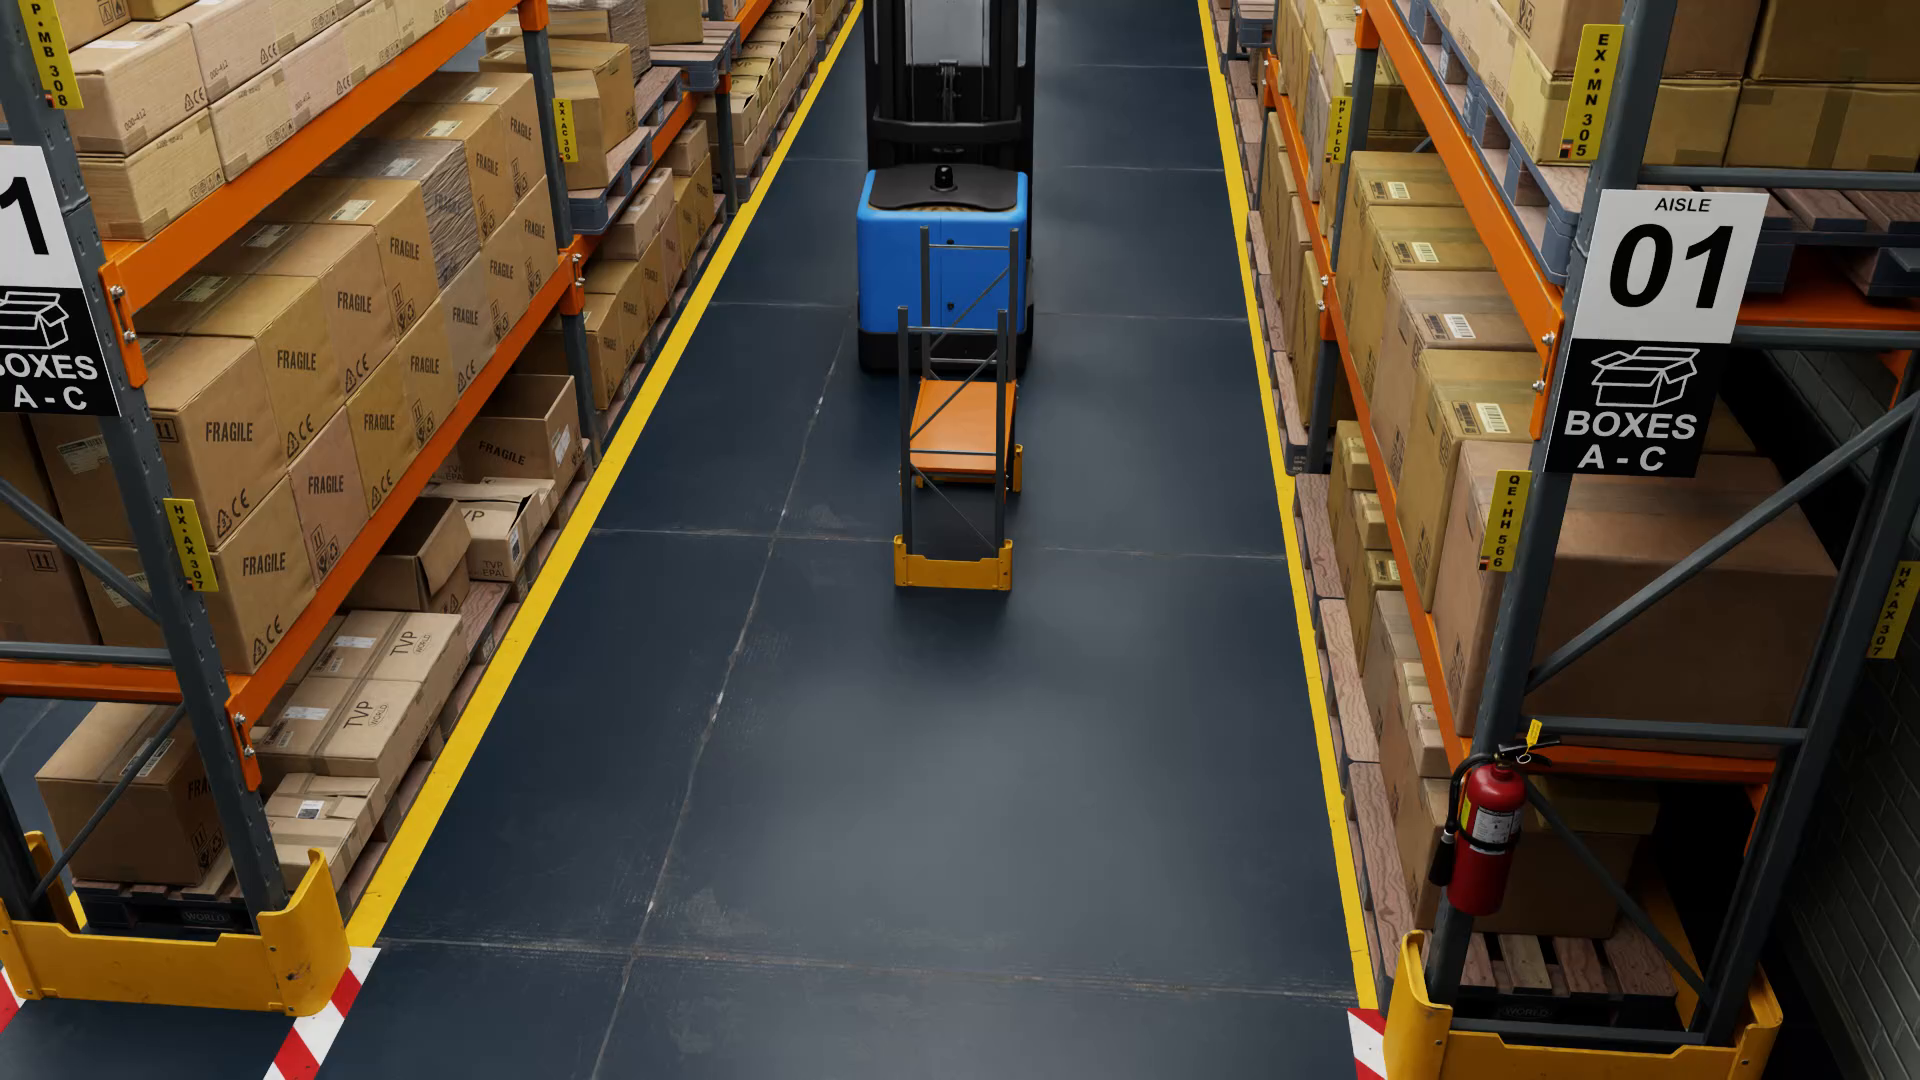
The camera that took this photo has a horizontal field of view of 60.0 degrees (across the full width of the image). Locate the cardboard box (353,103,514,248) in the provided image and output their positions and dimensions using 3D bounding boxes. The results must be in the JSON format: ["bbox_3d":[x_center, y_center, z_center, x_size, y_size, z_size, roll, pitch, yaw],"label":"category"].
[{"bbox_3d":[-2.369,-1.653,7.525,0.500,0.500,0.500,2,32,3],"label":"cardboard box"}]

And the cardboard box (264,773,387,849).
[{"bbox_3d":[-2.476,1.047,6.473,0.380,0.166,0.250,2,32,4],"label":"cardboard box"}]

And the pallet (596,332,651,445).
[{"bbox_3d":[-2.518,-0.968,10.120,1.003,0.211,1.213,2,32,4],"label":"pallet"}]

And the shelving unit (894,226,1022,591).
[{"bbox_3d":[0.006,-0.678,8.421,0.587,1.500,1.083,2,32,4],"label":"shelving unit"}]

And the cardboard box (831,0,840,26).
[{"bbox_3d":[-1.510,-5.411,16.891,0.500,0.250,0.500,2,32,4],"label":"cardboard box"}]

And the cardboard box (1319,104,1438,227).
[{"bbox_3d":[2.177,-1.949,8.655,0.500,0.500,0.500,2,32,3],"label":"cardboard box"}]

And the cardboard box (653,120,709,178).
[{"bbox_3d":[-2.064,-2.734,11.575,0.500,0.250,0.500,4,32,6],"label":"cardboard box"}]

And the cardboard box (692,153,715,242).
[{"bbox_3d":[-2.063,-2.444,11.820,0.500,0.500,0.500,4,32,6],"label":"cardboard box"}]

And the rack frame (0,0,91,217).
[{"bbox_3d":[-2.872,-2.191,3.728,1.000,3.000,0.127,2,32,4],"label":"rack frame"}]

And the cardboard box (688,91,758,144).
[{"bbox_3d":[-1.886,-3.328,12.978,0.500,0.311,0.500,3,32,6],"label":"cardboard box"}]

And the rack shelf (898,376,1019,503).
[{"bbox_3d":[0.007,-0.530,8.523,0.538,0.185,1.000,2,32,4],"label":"rack shelf"}]

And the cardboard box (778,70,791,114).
[{"bbox_3d":[-1.767,-3.893,14.428,0.500,0.250,0.500,3,32,5],"label":"cardboard box"}]

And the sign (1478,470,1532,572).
[{"bbox_3d":[1.525,-0.051,4.645,0.100,0.325,0.005,2,32,4],"label":"sign"}]

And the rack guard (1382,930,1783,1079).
[{"bbox_3d":[2.063,1.650,5.597,1.175,0.500,0.348,2,32,4],"label":"rack guard"}]

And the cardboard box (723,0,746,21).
[{"bbox_3d":[-1.955,-4.241,12.858,0.500,0.311,0.500,2,32,3],"label":"cardboard box"}]

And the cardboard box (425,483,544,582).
[{"bbox_3d":[-2.372,-0.069,8.146,0.500,0.311,0.500,2,32,4],"label":"cardboard box"}]

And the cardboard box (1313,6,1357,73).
[{"bbox_3d":[2.267,-2.804,9.329,0.500,0.250,0.500,3,32,5],"label":"cardboard box"}]

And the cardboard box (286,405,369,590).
[{"bbox_3d":[-2.537,-0.170,6.072,0.500,0.500,0.500,2,32,4],"label":"cardboard box"}]

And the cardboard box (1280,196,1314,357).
[{"bbox_3d":[2.383,-1.593,10.124,0.750,0.750,0.750,3,32,5],"label":"cardboard box"}]

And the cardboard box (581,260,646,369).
[{"bbox_3d":[-2.232,-1.373,10.083,0.500,0.500,0.500,3,32,5],"label":"cardboard box"}]

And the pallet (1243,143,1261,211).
[{"bbox_3d":[2.781,-2.832,13.144,1.003,0.211,1.213,2,32,4],"label":"pallet"}]

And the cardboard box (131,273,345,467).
[{"bbox_3d":[-2.539,-0.599,5.815,0.500,0.500,0.500,3,32,4],"label":"cardboard box"}]

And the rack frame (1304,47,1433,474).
[{"bbox_3d":[2.391,-1.519,8.355,1.000,3.000,0.127,2,32,4],"label":"rack frame"}]

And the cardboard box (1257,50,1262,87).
[{"bbox_3d":[3.007,-4.167,14.616,0.700,0.500,0.500,2,32,3],"label":"cardboard box"}]

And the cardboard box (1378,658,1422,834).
[{"bbox_3d":[2.063,0.826,6.532,0.700,0.500,0.500,2,32,4],"label":"cardboard box"}]

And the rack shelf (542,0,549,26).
[{"bbox_3d":[-2.384,-3.745,9.794,1.077,0.370,4.000,2,32,4],"label":"rack shelf"}]

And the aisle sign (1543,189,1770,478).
[{"bbox_3d":[1.760,-0.509,4.239,0.394,0.787,0.004,2,32,4],"label":"aisle sign"}]

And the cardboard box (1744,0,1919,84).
[{"bbox_3d":[2.365,-1.552,4.483,0.500,0.500,0.500,1,32,2],"label":"cardboard box"}]

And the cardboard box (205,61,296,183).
[{"bbox_3d":[-2.524,-1.369,5.395,0.500,0.250,0.500,2,32,4],"label":"cardboard box"}]

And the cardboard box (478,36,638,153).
[{"bbox_3d":[-2.293,-2.550,9.533,0.700,0.500,0.500,7,32,12],"label":"cardboard box"}]

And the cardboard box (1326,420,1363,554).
[{"bbox_3d":[2.228,-0.247,8.273,0.700,0.500,0.500,3,32,5],"label":"cardboard box"}]

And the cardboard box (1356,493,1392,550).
[{"bbox_3d":[1.976,-0.079,7.382,0.380,0.149,0.250,2,32,3],"label":"cardboard box"}]

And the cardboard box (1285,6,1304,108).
[{"bbox_3d":[2.328,-3.012,10.381,0.500,0.500,0.500,2,32,4],"label":"cardboard box"}]

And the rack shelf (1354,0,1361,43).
[{"bbox_3d":[2.554,-3.535,9.454,1.077,0.370,4.000,2,32,4],"label":"rack shelf"}]

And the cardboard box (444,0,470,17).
[{"bbox_3d":[-2.373,-2.415,7.093,0.500,0.250,0.500,2,32,4],"label":"cardboard box"}]

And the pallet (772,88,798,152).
[{"bbox_3d":[-2.013,-3.698,14.549,1.003,0.211,1.213,2,32,4],"label":"pallet"}]

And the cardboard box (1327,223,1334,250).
[{"bbox_3d":[2.136,-1.609,8.722,0.380,0.149,0.250,3,32,4],"label":"cardboard box"}]

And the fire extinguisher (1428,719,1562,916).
[{"bbox_3d":[1.593,0.824,4.983,0.296,0.674,0.183,2,32,4],"label":"fire extinguisher"}]

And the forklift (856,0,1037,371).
[{"bbox_3d":[-0.052,-3.040,10.888,1.130,2.935,3.031,1,32,2],"label":"forklift"}]

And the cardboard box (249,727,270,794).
[{"bbox_3d":[-2.951,0.879,6.745,0.380,0.166,0.250,2,32,4],"label":"cardboard box"}]

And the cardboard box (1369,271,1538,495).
[{"bbox_3d":[2.216,-0.601,6.580,0.980,0.700,0.700,1,32,2],"label":"cardboard box"}]

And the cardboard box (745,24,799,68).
[{"bbox_3d":[-1.722,-4.401,14.719,0.500,0.311,0.500,2,32,4],"label":"cardboard box"}]

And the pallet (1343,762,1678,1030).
[{"bbox_3d":[2.052,1.339,6.377,1.003,0.211,1.213,2,32,4],"label":"pallet"}]

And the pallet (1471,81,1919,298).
[{"bbox_3d":[2.115,-1.055,4.828,1.003,0.211,1.213,2,32,4],"label":"pallet"}]

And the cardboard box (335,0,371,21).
[{"bbox_3d":[-2.444,-2.104,6.113,0.500,0.250,0.500,2,32,4],"label":"cardboard box"}]

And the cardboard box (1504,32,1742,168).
[{"bbox_3d":[1.860,-1.256,4.717,0.500,0.250,0.500,3,32,5],"label":"cardboard box"}]

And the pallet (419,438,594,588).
[{"bbox_3d":[-2.604,-0.182,8.844,1.003,0.211,1.213,2,32,4],"label":"pallet"}]

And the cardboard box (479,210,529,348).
[{"bbox_3d":[-2.372,-1.229,7.790,0.500,0.500,0.500,3,32,5],"label":"cardboard box"}]

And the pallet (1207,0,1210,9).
[{"bbox_3d":[3.260,-6.143,18.517,1.003,0.211,1.213,2,32,4],"label":"pallet"}]

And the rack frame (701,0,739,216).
[{"bbox_3d":[-2.221,-3.820,12.089,1.000,3.000,0.127,2,32,4],"label":"rack frame"}]
